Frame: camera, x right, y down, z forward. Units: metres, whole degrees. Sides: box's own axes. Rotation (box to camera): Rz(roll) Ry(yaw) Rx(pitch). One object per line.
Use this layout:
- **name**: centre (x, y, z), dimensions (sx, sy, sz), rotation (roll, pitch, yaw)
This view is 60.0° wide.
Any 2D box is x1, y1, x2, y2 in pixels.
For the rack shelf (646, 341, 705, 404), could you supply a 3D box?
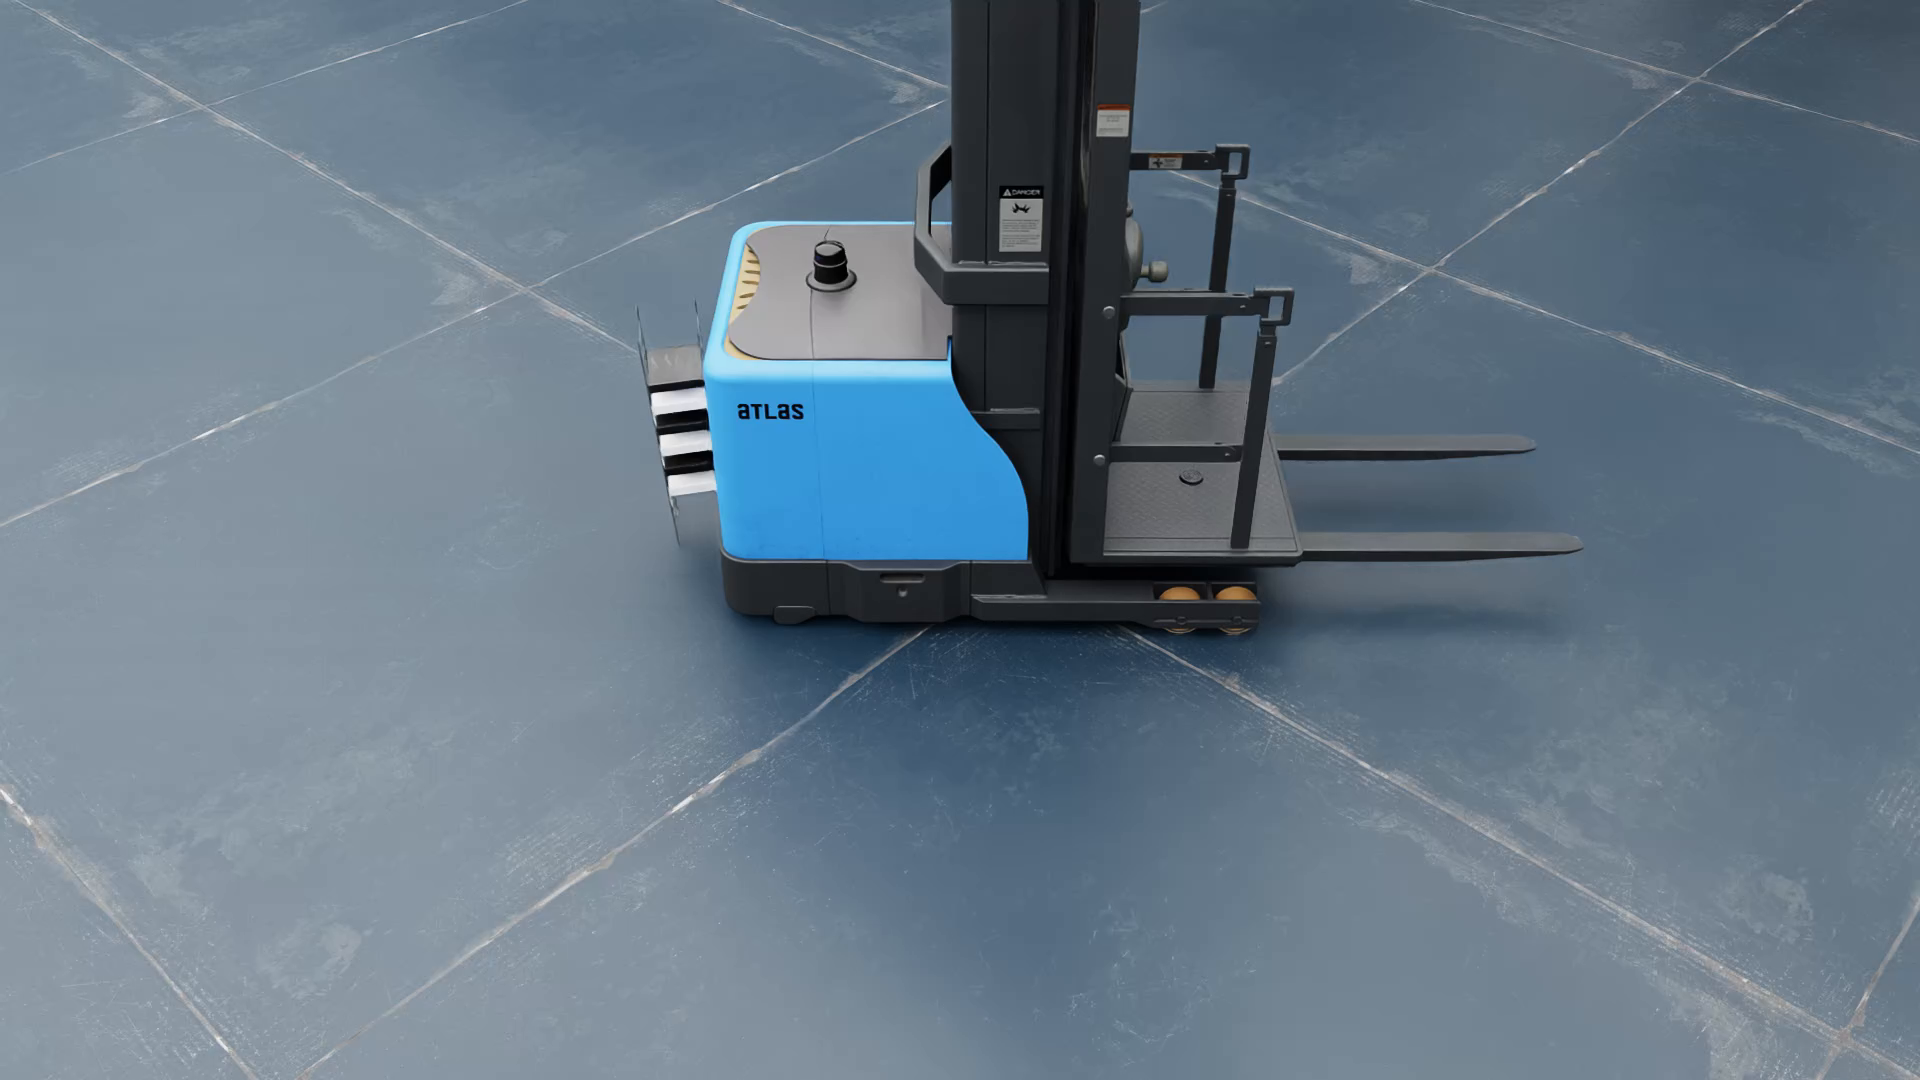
- **rack shelf**: centre (-1.004, -0.596, 5.889), dimensions (0.200, 0.077, 0.258), rotation (-8, 39, -6)

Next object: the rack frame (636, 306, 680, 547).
- **rack frame**: centre (-1.092, -0.398, 6.028), dimensions (0.006, 0.900, 0.240), rotation (-8, 39, -6)

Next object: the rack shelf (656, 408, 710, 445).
- **rack shelf**: centre (-0.995, -0.456, 6.002), dimensions (0.200, 0.077, 0.258), rotation (-8, 39, -6)

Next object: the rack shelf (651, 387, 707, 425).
- **rack shelf**: centre (-1.000, -0.526, 5.945), dimensions (0.200, 0.077, 0.258), rotation (-8, 39, -6)

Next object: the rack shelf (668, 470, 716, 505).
- **rack shelf**: centre (-0.981, -0.247, 6.171), dimensions (0.200, 0.077, 0.258), rotation (-8, 39, -6)

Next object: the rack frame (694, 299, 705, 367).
- **rack frame**: centre (-0.892, -0.427, 6.047), dimensions (0.006, 0.900, 0.240), rotation (-8, 39, -6)

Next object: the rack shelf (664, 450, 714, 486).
- **rack shelf**: centre (-0.986, -0.317, 6.115), dimensions (0.200, 0.077, 0.258), rotation (-8, 39, -6)

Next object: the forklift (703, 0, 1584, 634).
- **forklift**: centre (0.684, -1.153, 5.344), dimensions (3.031, 2.935, 1.130), rotation (0, 38, 0)

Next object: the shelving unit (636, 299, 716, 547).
- **shelving unit**: centre (-0.992, -0.412, 6.037), dimensions (0.210, 0.900, 0.258), rotation (-8, 39, -6)

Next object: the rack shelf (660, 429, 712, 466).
- **rack shelf**: centre (-0.990, -0.386, 6.058), dimensions (0.200, 0.077, 0.258), rotation (-8, 39, -6)
